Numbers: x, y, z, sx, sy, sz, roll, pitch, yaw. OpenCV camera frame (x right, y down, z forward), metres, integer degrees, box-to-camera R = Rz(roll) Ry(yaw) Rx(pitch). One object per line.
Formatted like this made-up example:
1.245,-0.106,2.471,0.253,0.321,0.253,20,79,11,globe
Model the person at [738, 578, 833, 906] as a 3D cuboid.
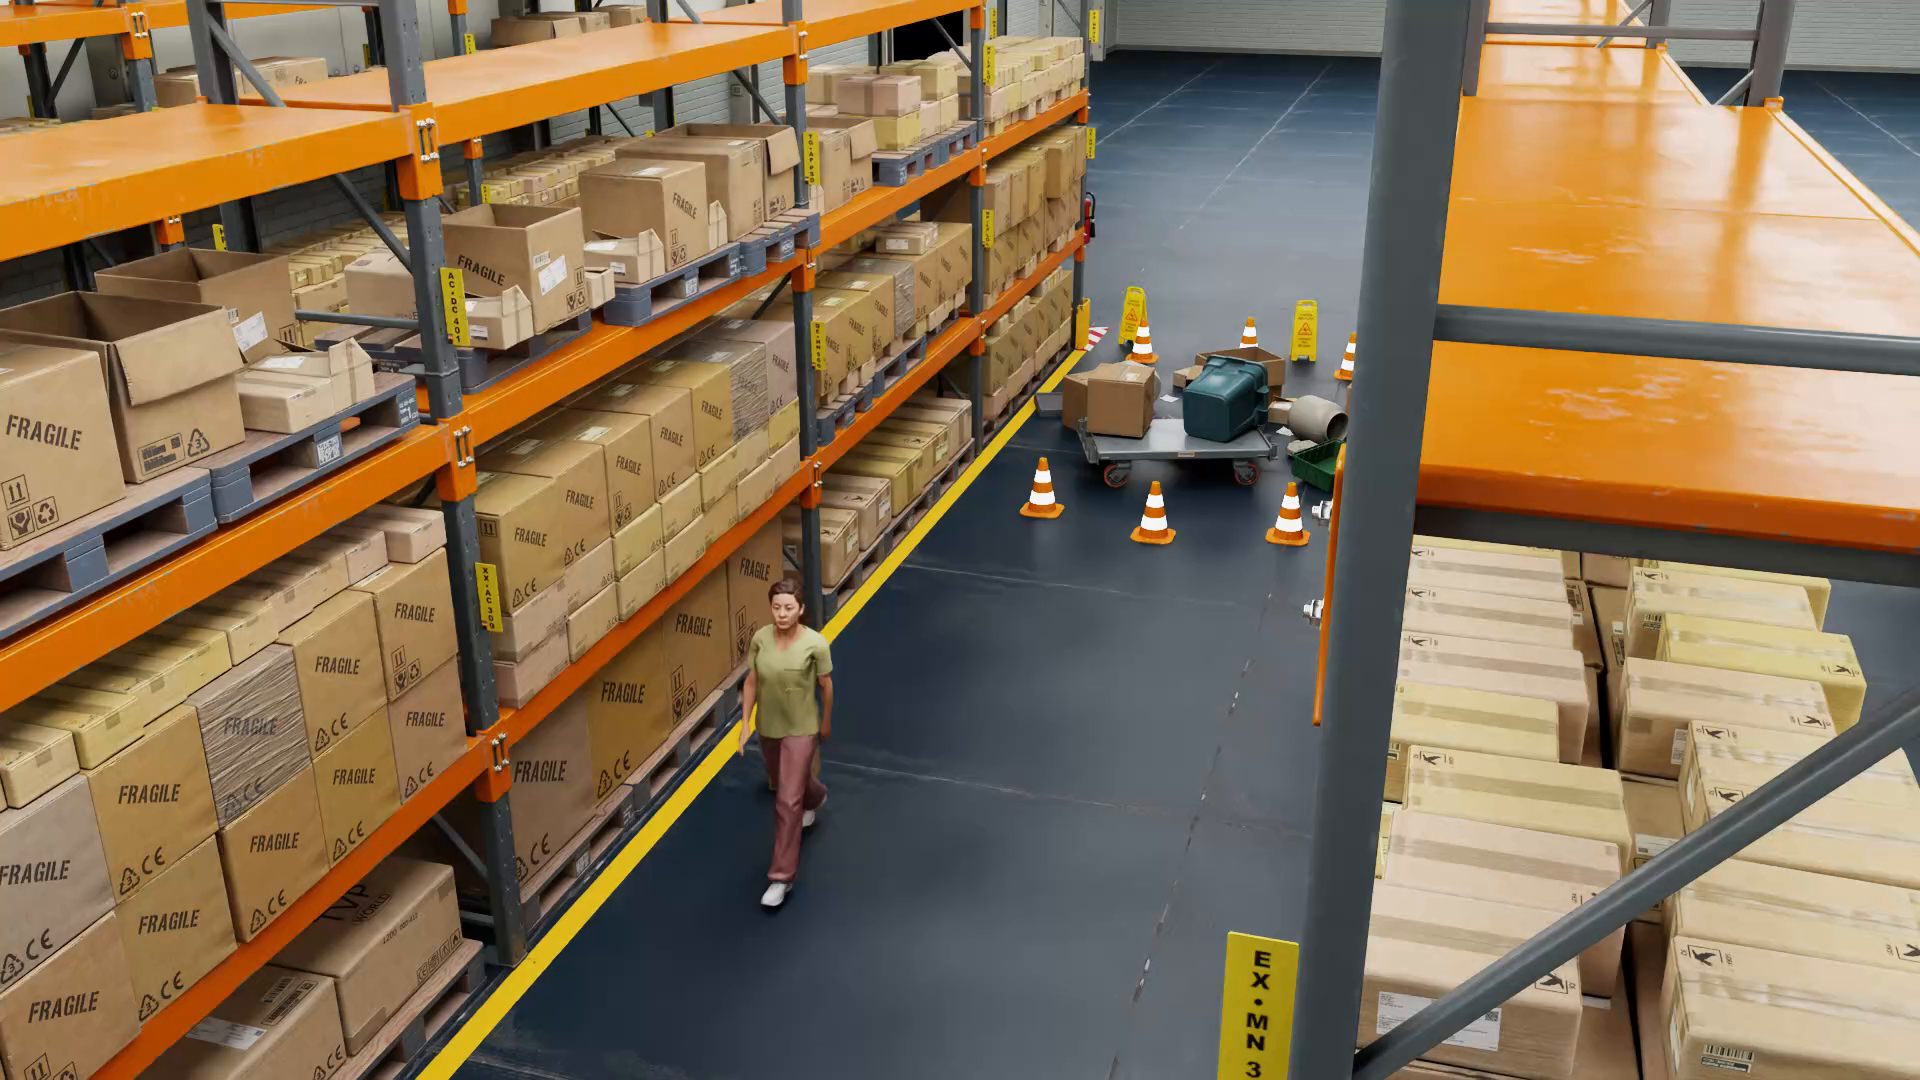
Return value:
-0.911,0.977,8.689,0.446,1.623,1.003,8,23,19,person
